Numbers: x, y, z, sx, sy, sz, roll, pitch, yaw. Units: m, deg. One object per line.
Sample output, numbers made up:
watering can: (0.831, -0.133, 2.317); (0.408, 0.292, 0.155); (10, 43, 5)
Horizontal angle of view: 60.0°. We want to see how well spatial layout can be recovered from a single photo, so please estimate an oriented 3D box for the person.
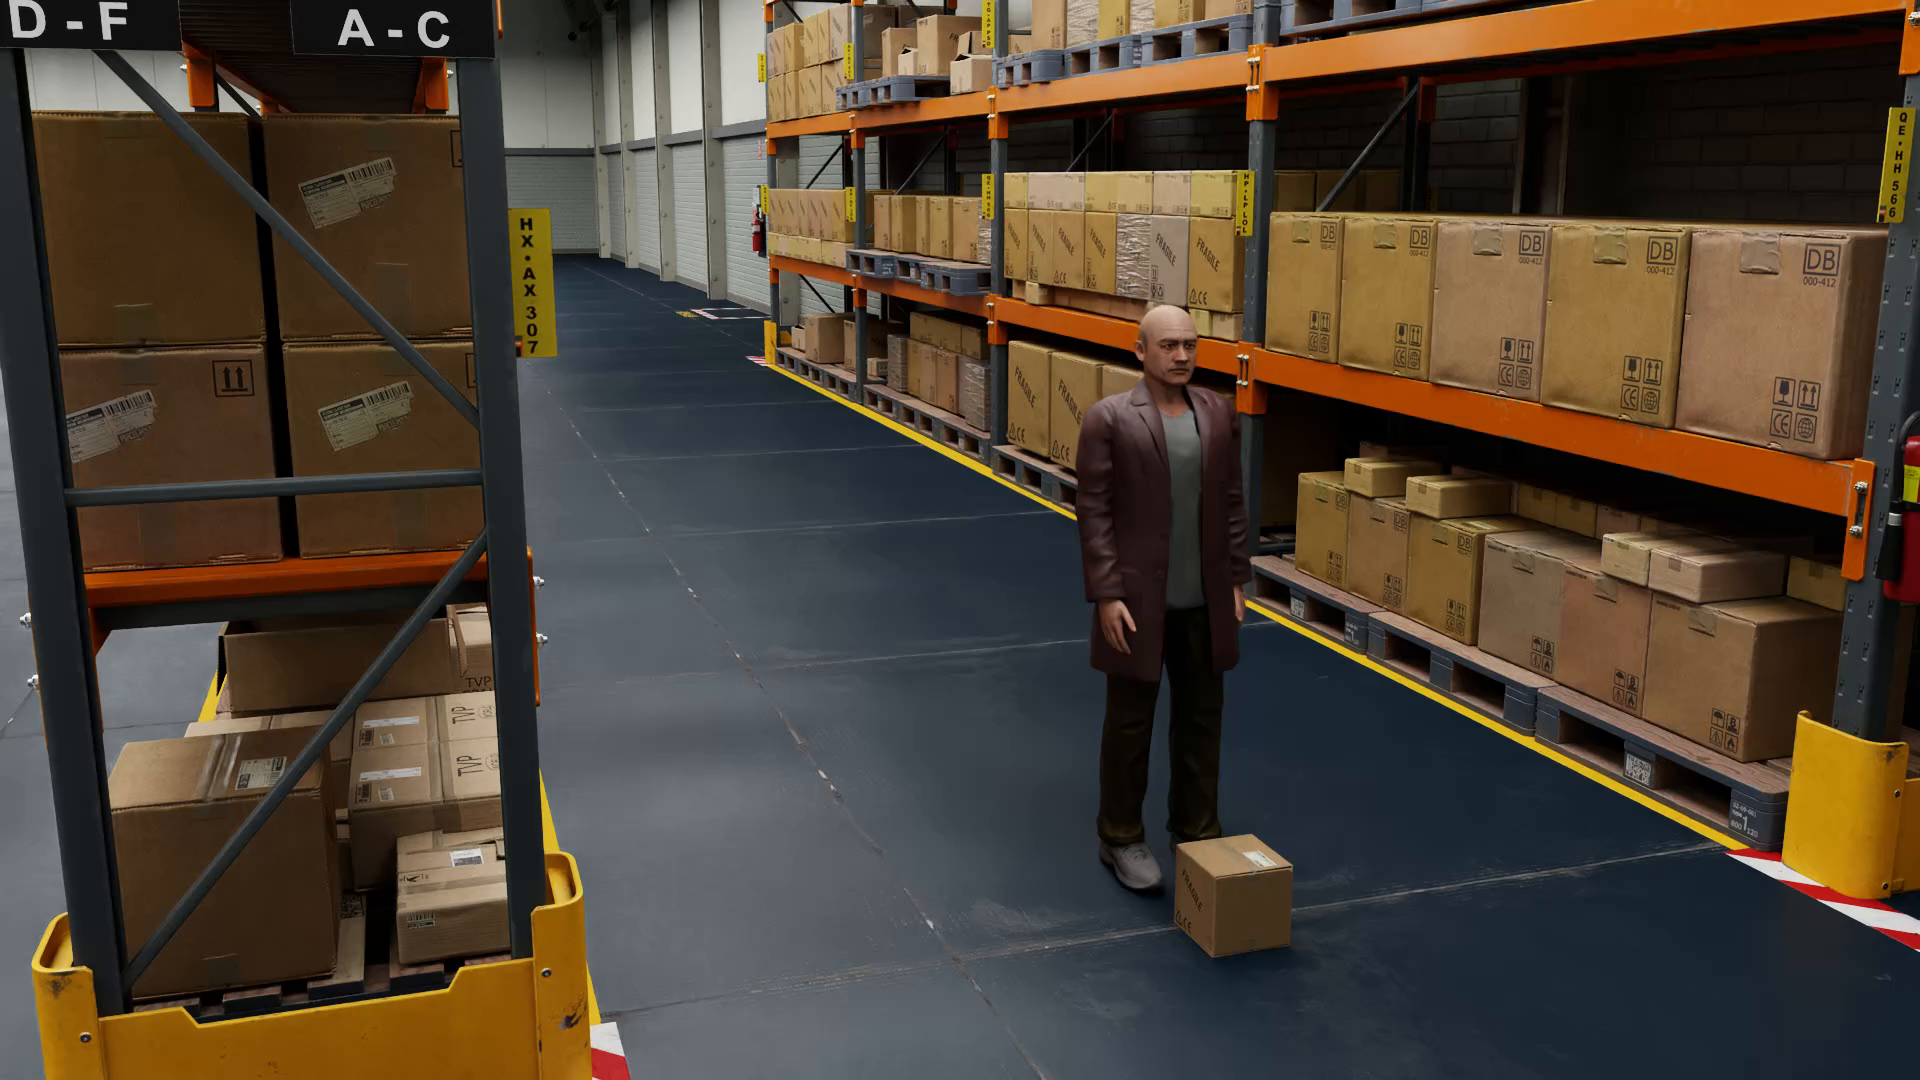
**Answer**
person: (0.654, 0.184, 5.123); (0.583, 1.791, 0.405); (-4, 13, -17)
